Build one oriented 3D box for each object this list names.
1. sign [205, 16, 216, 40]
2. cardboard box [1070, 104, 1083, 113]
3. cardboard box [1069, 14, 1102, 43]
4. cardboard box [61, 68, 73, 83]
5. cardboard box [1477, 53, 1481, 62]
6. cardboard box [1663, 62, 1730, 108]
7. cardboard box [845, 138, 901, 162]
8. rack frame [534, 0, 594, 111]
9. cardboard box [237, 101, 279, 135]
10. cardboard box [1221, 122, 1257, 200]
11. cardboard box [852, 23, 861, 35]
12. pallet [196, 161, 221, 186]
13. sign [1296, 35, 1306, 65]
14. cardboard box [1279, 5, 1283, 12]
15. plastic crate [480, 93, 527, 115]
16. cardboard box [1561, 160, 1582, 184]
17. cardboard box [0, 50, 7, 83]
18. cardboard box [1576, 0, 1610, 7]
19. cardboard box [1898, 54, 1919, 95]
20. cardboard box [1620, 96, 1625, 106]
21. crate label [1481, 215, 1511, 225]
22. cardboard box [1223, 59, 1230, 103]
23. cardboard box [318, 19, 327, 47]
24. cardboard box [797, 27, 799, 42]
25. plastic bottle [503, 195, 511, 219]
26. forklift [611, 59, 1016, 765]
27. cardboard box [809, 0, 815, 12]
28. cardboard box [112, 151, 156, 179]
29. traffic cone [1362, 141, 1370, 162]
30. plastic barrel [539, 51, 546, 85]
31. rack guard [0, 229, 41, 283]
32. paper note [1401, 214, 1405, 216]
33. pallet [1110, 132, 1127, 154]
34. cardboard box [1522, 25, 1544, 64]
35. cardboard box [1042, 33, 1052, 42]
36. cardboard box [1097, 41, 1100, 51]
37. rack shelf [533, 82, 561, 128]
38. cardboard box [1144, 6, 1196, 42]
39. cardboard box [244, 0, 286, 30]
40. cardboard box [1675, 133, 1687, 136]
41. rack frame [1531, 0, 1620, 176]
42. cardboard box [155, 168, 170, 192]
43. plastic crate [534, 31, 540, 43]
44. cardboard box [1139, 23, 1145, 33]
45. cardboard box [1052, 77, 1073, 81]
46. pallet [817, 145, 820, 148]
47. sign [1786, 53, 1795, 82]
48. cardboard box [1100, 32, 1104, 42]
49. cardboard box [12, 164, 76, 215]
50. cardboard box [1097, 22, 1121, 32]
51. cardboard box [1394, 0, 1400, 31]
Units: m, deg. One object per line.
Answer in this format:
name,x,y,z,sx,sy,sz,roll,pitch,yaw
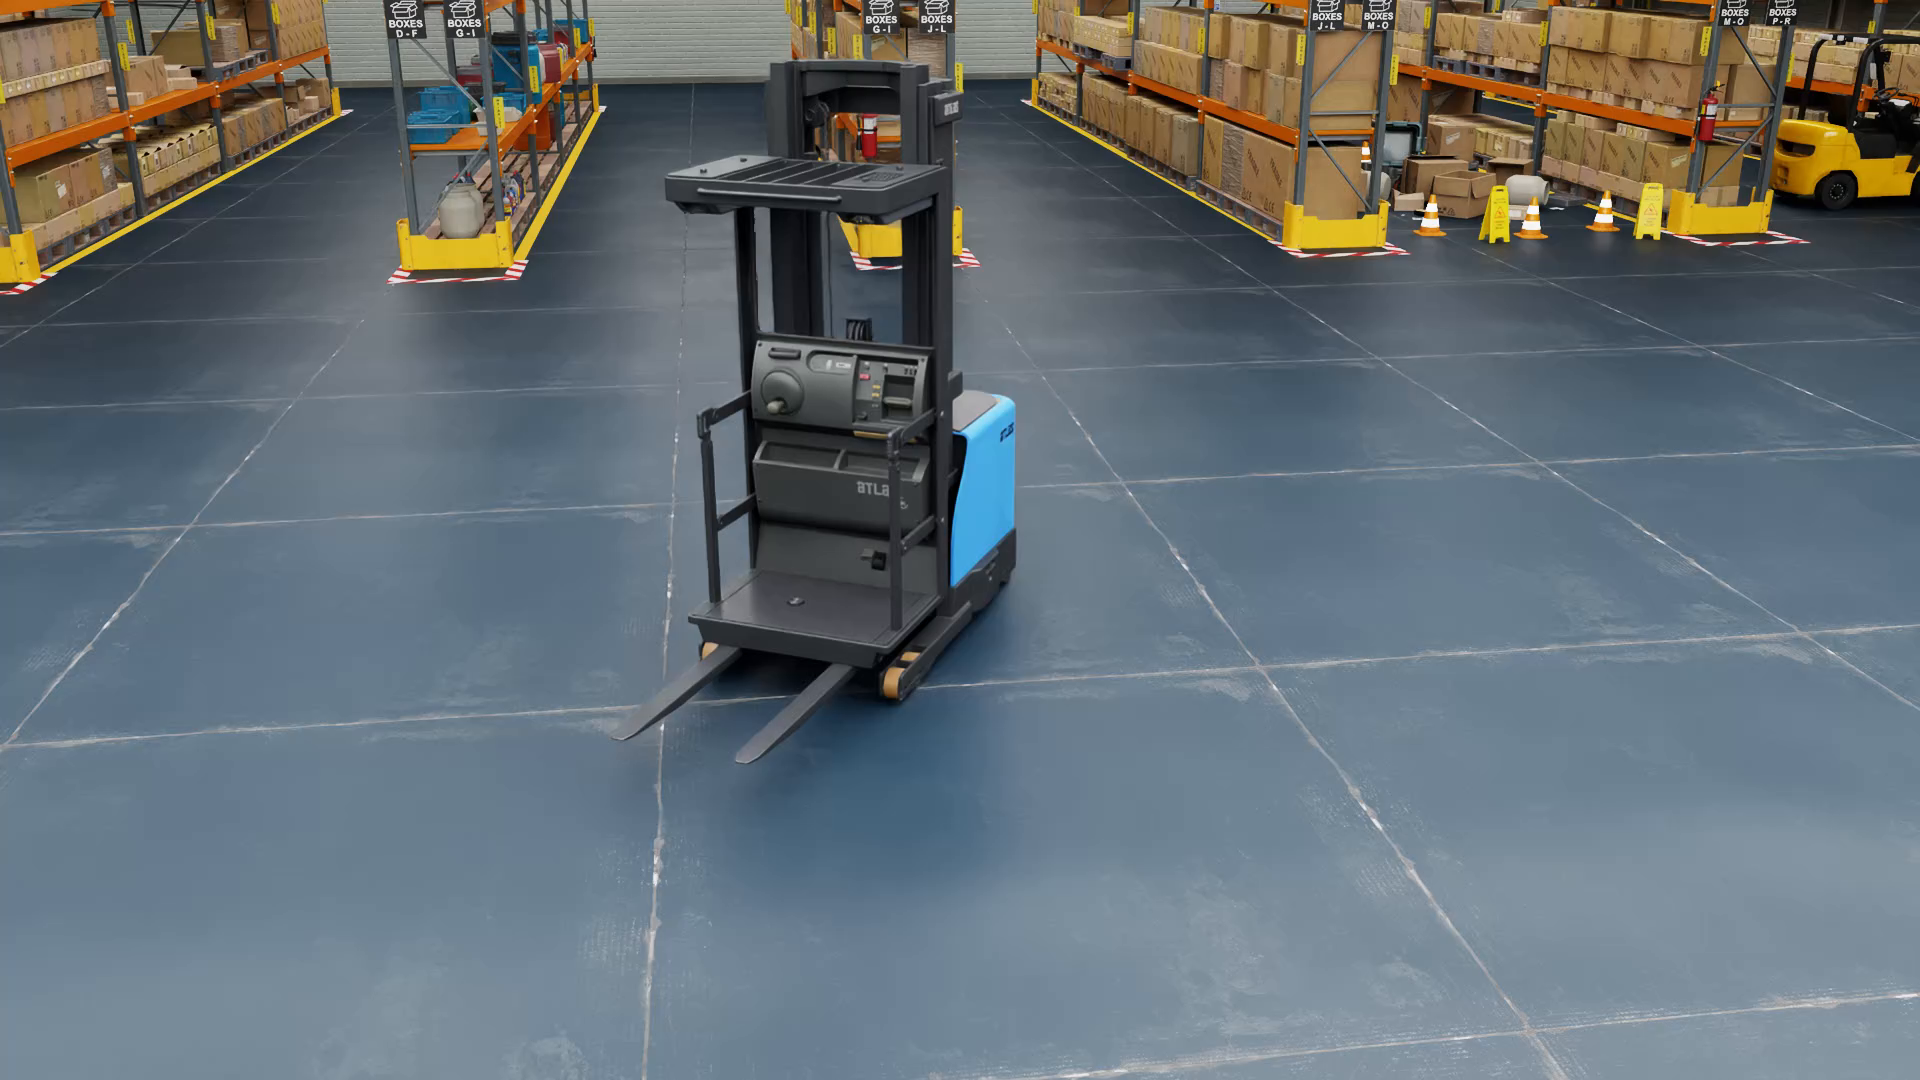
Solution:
sign,-10.965,-7.491,24.331,0.100,0.325,0.005,-3,21,-8
cardboard box,2.242,-7.998,30.817,0.380,0.149,0.250,-3,21,-7
cardboard box,2.287,-9.358,30.415,0.500,0.500,0.500,-3,21,-8
cardboard box,-10.504,-5.362,19.217,0.380,0.149,0.250,-2,21,-6
cardboard box,8.171,-7.407,25.519,0.380,0.149,0.250,-2,21,-6
cardboard box,8.899,-5.508,20.109,0.500,0.500,0.500,-3,21,-9
cardboard box,-1.201,-5.282,23.015,0.700,0.500,0.500,-5,21,-12
rack frame,-7.765,-9.938,32.537,1.000,3.000,0.127,-3,21,-8
cardboard box,-11.673,-7.012,27.646,0.500,0.500,0.500,-3,21,-8
cardboard box,3.944,-4.916,21.529,0.875,0.875,0.875,-3,21,-7
cardboard box,-0.959,-5.654,19.069,0.500,0.500,0.500,-3,21,-8
pallet,-11.434,-5.326,24.175,1.003,0.211,1.213,-3,21,-8
sign,3.827,-5.494,18.646,0.100,0.325,0.005,-3,21,-8
cardboard box,6.730,-11.022,33.869,0.500,0.500,0.500,-3,21,-9
plastic crate,-5.607,-5.344,20.450,0.499,0.251,0.616,-3,21,-8
cardboard box,8.579,-5.039,22.751,0.500,0.250,0.500,-2,21,-5
cardboard box,-10.423,-4.985,17.279,0.700,0.500,0.500,-3,21,-8
cardboard box,12.480,-10.504,32.770,0.500,0.500,0.500,-3,21,-9
cardboard box,13.481,-6.485,23.149,0.500,0.500,0.500,-3,21,-7
cardboard box,8.783,-5.679,21.494,0.380,0.149,0.250,-3,21,-8
crate label,6.687,-3.986,20.693,0.250,0.136,0.298,-15,25,-35
cardboard box,3.956,-6.002,21.785,0.875,0.550,0.550,-3,21,-8
cardboard box,-12.333,-9.595,31.476,0.500,0.500,0.500,-2,21,-6
cardboard box,-2.761,-9.367,30.799,0.500,0.250,0.500,-2,21,-7
plastic bottle,-5.411,-3.970,19.829,0.097,0.271,0.097,0,20,0
forklift,-0.675,-0.753,8.042,1.130,2.935,3.031,8,22,19
cardboard box,-2.187,-9.099,28.714,0.797,0.503,0.637,-3,21,-9
cardboard box,-10.750,-4.862,21.474,0.500,0.311,0.500,-3,21,-8
traffic cone,6.077,-5.753,24.959,0.336,0.463,0.334,-3,21,-8
plastic barrel,-6.252,-6.875,24.177,0.421,0.512,0.421,0,20,0
rack guard,-10.357,-2.971,17.455,1.175,0.500,0.348,-3,21,-8
paper note,5.703,-4.182,21.399,0.032,0.001,0.123,8,22,20
pallet,3.101,-6.598,27.579,1.003,0.211,1.213,-3,21,-8
cardboard box,8.379,-7.064,23.675,0.500,0.500,0.500,-3,21,-9
cardboard box,1.845,-9.975,32.995,0.380,0.149,0.250,-4,21,-9
cardboard box,2.507,-8.304,27.922,0.380,0.149,0.250,-2,21,-6
rack shelf,-6.323,-6.139,23.393,1.077,0.370,4.000,-3,21,-8
cardboard box,3.267,-7.993,25.756,0.700,0.500,0.500,-3,21,-8
cardboard box,-11.880,-8.997,28.446,0.500,0.500,0.500,-2,21,-6
cardboard box,9.259,-5.064,21.746,0.500,0.500,0.500,-3,21,-7
rack frame,8.673,-6.533,23.420,1.000,3.000,0.127,-3,21,-8
cardboard box,-10.822,-4.773,22.037,0.500,0.250,0.500,-2,21,-6
plastic crate,-7.593,-8.718,29.208,0.392,0.384,0.575,-3,21,-8
cardboard box,3.187,-8.524,27.660,0.380,0.149,0.250,-2,21,-5
cardboard box,2.015,-8.983,32.605,0.380,0.149,0.250,-2,21,-6
pallet,-1.922,-6.810,28.148,1.003,0.211,1.213,-3,21,-8
sign,9.786,-5.581,19.634,0.100,0.325,0.005,-3,21,-8
cardboard box,2.541,-8.356,27.635,0.380,0.149,0.250,-3,21,-8
cardboard box,-10.376,-3.952,18.769,0.500,0.500,0.500,-3,21,-8
cardboard box,2.504,-8.585,27.824,0.380,0.149,0.250,-2,21,-5
cardboard box,7.616,-8.948,28.316,0.500,0.500,0.500,-3,21,-8
